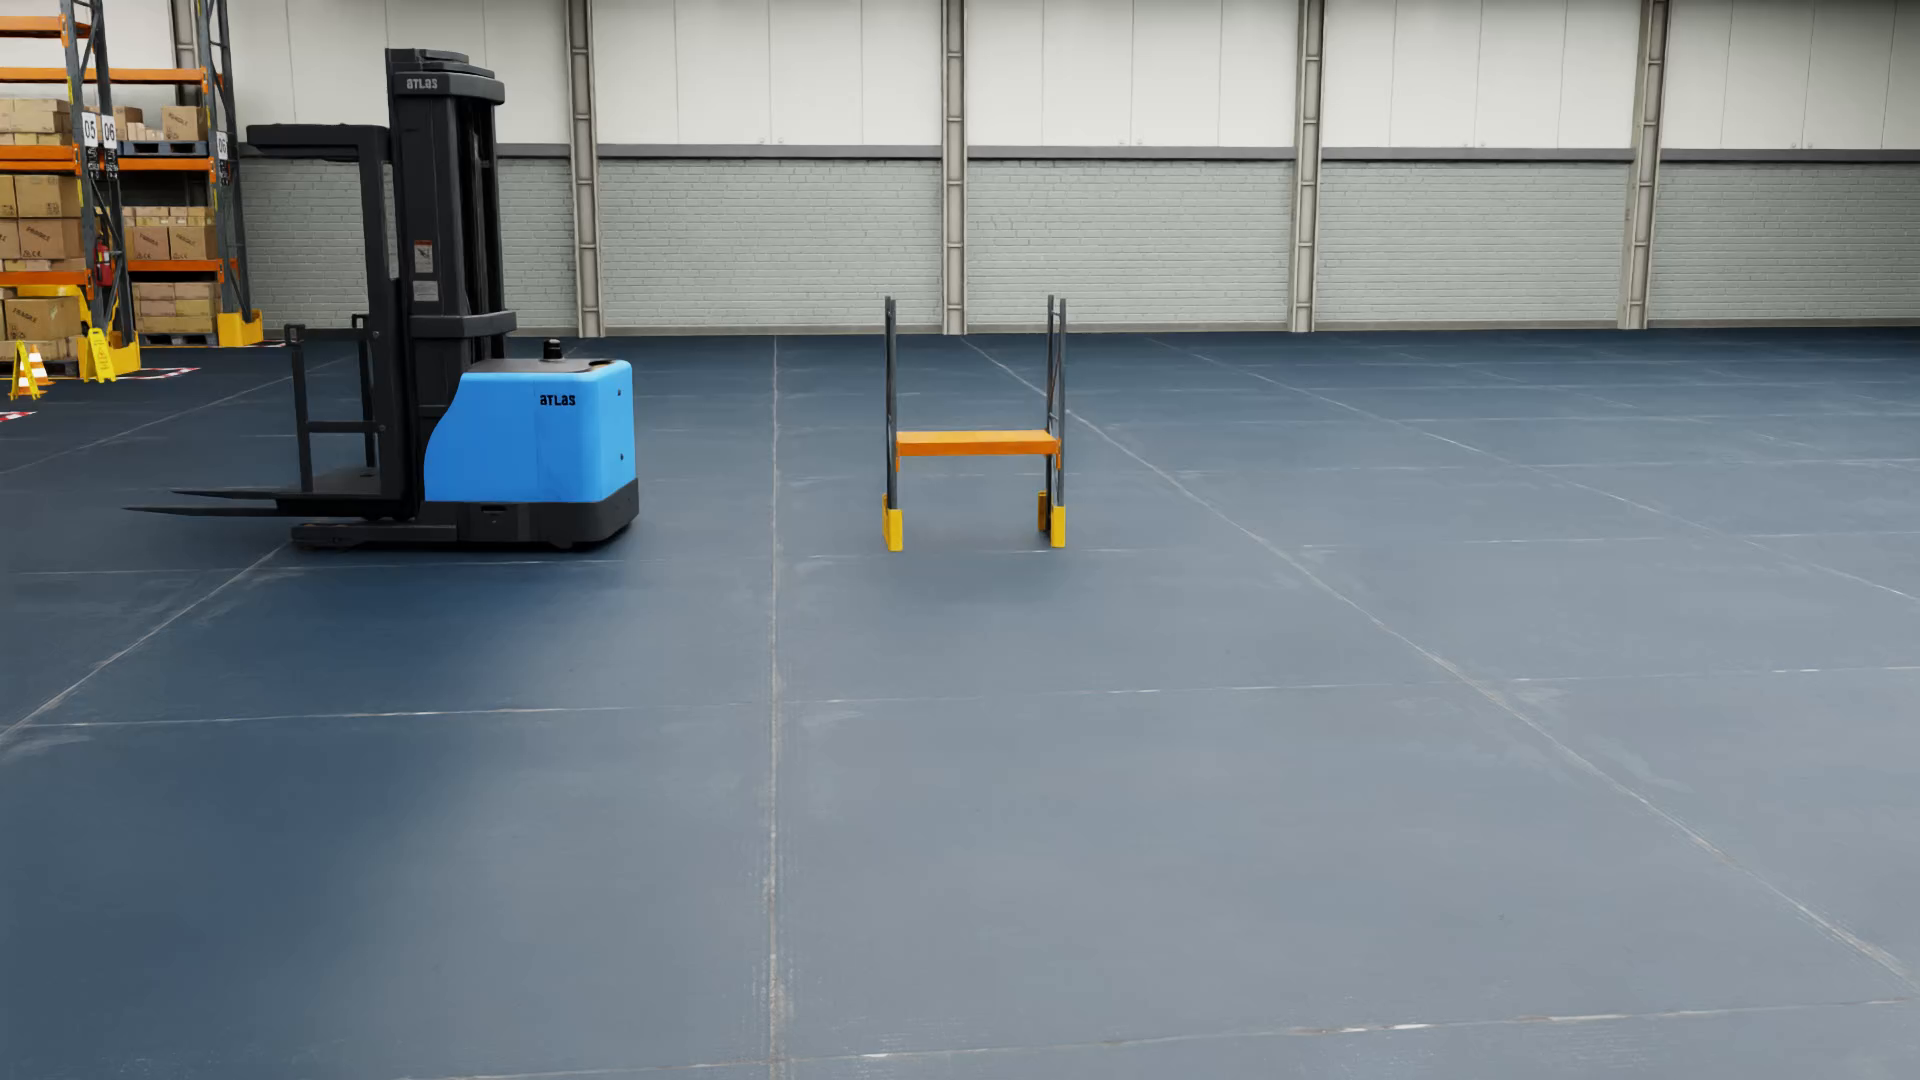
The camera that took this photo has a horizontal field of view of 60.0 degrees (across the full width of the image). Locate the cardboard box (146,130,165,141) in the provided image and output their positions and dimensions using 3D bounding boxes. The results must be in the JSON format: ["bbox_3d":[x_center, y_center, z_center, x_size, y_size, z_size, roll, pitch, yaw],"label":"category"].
[{"bbox_3d":[-12.026,-6.065,24.968,0.250,0.149,0.380,-2,11,-8],"label":"cardboard box"}]

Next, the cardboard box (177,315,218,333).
[{"bbox_3d":[-11.668,-3.323,25.534,0.500,0.250,0.500,-1,11,-6],"label":"cardboard box"}]

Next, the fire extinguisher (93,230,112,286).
[{"bbox_3d":[-10.531,-3.461,20.396,0.183,0.674,0.296,-1,11,-6],"label":"fire extinguisher"}]

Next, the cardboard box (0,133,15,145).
[{"bbox_3d":[-11.531,-4.862,20.197,0.250,0.149,0.380,-1,11,-4],"label":"cardboard box"}]

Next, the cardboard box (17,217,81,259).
[{"bbox_3d":[-11.205,-3.716,20.461,0.500,0.500,0.500,-1,11,-7],"label":"cardboard box"}]

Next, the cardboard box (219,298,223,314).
[{"bbox_3d":[-11.725,-3.669,25.997,0.500,0.250,0.500,-1,11,-5],"label":"cardboard box"}]

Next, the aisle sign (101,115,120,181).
[{"bbox_3d":[-10.667,-4.921,20.884,0.004,0.787,0.394,-1,11,-6],"label":"aisle sign"}]

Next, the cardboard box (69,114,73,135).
[{"bbox_3d":[-11.224,-5.169,20.729,0.500,0.250,0.500,-1,11,-7],"label":"cardboard box"}]

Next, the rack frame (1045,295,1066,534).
[{"bbox_3d":[0.590,-0.748,10.286,0.032,1.500,0.500,-1,11,-6],"label":"rack frame"}]

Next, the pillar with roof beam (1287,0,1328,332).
[{"bbox_3d":[6.335,-7.188,23.602,0.400,9.000,9.100,-1,11,-6],"label":"pillar with roof beam"}]

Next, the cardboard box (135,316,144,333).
[{"bbox_3d":[-12.661,-3.306,25.447,0.500,0.250,0.500,-1,11,-5],"label":"cardboard box"}]

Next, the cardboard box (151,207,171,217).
[{"bbox_3d":[-12.067,-4.980,25.213,0.250,0.149,0.380,-1,11,-5],"label":"cardboard box"}]

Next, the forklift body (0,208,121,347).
[{"bbox_3d":[-12.923,-3.731,23.769,1.214,2.155,2.313,-1,11,-6],"label":"forklift body"}]

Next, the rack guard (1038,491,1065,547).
[{"bbox_3d":[0.571,-0.135,10.405,0.087,0.250,0.587,-1,11,-6],"label":"rack guard"}]

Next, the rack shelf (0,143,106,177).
[{"bbox_3d":[-12.683,-4.662,20.394,4.000,0.370,1.077,-1,11,-6],"label":"rack shelf"}]

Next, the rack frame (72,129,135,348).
[{"bbox_3d":[-10.695,-3.585,20.826,0.127,3.000,1.000,-1,11,-6],"label":"rack frame"}]

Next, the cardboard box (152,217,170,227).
[{"bbox_3d":[-12.065,-4.838,25.261,0.250,0.149,0.380,-1,11,-5],"label":"cardboard box"}]

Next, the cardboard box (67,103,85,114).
[{"bbox_3d":[-11.070,-5.356,20.645,0.250,0.149,0.380,-1,11,-6],"label":"cardboard box"}]

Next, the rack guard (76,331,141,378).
[{"bbox_3d":[-10.770,-2.357,21.059,0.348,0.500,1.175,-1,11,-6],"label":"rack guard"}]

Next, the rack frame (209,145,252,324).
[{"bbox_3d":[-11.235,-4.537,25.668,0.127,3.000,1.000,-1,11,-6],"label":"rack frame"}]

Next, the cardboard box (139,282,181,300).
[{"bbox_3d":[-12.166,-3.803,25.383,0.500,0.250,0.500,-1,11,-5],"label":"cardboard box"}]

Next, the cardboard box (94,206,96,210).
[{"bbox_3d":[-13.092,-4.969,25.155,0.250,0.149,0.380,-1,11,-5],"label":"cardboard box"}]

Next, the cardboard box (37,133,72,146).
[{"bbox_3d":[-11.019,-4.872,20.250,0.250,0.149,0.380,-1,11,-6],"label":"cardboard box"}]

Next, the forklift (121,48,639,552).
[{"bbox_3d":[-3.627,-1.468,10.237,3.031,2.935,1.130,0,11,2],"label":"forklift"}]

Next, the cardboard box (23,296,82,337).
[{"bbox_3d":[-11.550,-2.845,21.160,0.500,0.500,0.500,-2,11,-8],"label":"cardboard box"}]

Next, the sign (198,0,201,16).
[{"bbox_3d":[-11.190,-7.873,24.460,0.005,0.325,0.100,-1,11,-6],"label":"sign"}]

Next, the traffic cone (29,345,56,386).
[{"bbox_3d":[-10.983,-2.084,19.767,0.334,0.463,0.336,-1,11,-6],"label":"traffic cone"}]

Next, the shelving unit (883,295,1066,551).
[{"bbox_3d":[0.076,-0.738,10.231,1.083,1.500,0.587,-1,11,-6],"label":"shelving unit"}]

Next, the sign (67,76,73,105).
[{"bbox_3d":[-10.655,-5.384,19.908,0.005,0.325,0.100,-1,11,-6],"label":"sign"}]

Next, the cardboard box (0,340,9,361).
[{"bbox_3d":[-11.985,-2.364,20.655,0.500,0.250,0.500,-1,11,-6],"label":"cardboard box"}]

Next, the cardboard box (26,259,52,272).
[{"bbox_3d":[-11.283,-3.386,20.467,0.250,0.149,0.380,-1,11,-7],"label":"cardboard box"}]

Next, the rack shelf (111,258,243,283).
[{"bbox_3d":[-13.223,-4.142,25.525,4.000,0.370,1.077,-1,11,-6],"label":"rack shelf"}]

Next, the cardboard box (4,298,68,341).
[{"bbox_3d":[-11.463,-2.743,20.639,0.500,0.500,0.500,-1,11,-6],"label":"cardboard box"}]

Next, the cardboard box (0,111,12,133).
[{"bbox_3d":[-11.676,-5.059,20.166,0.500,0.250,0.500,-1,11,-7],"label":"cardboard box"}]

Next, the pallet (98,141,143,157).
[{"bbox_3d":[-13.156,-5.929,25.205,1.213,0.211,1.003,-1,11,-6],"label":"pallet"}]

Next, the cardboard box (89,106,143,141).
[{"bbox_3d":[-12.677,-6.254,25.023,0.500,0.500,0.700,-1,11,-6],"label":"cardboard box"}]

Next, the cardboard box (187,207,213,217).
[{"bbox_3d":[-11.568,-5.002,25.323,0.250,0.149,0.380,-1,11,-6],"label":"cardboard box"}]

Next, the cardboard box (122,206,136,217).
[{"bbox_3d":[-12.570,-4.963,25.123,0.250,0.149,0.380,-1,11,-5],"label":"cardboard box"}]

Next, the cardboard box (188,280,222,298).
[{"bbox_3d":[-11.733,-3.910,25.930,0.500,0.250,0.500,-1,11,-7],"label":"cardboard box"}]

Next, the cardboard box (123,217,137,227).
[{"bbox_3d":[-12.573,-4.821,25.172,0.250,0.149,0.380,-2,11,-8],"label":"cardboard box"}]

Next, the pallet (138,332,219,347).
[{"bbox_3d":[-11.990,-3.144,25.815,1.213,0.211,1.003,-1,11,-6],"label":"pallet"}]

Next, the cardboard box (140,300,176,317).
[{"bbox_3d":[-12.185,-3.560,25.445,0.500,0.250,0.500,-1,11,-7],"label":"cardboard box"}]

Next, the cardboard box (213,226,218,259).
[{"bbox_3d":[-11.757,-4.629,25.876,0.500,0.500,0.500,-1,11,-4],"label":"cardboard box"}]

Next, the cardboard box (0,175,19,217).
[{"bbox_3d":[-11.683,-4.209,20.378,0.500,0.500,0.700,-1,11,-6],"label":"cardboard box"}]

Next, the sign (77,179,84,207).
[{"bbox_3d":[-10.655,-4.201,20.140,0.005,0.325,0.100,-1,11,-6],"label":"sign"}]

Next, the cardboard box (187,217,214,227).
[{"bbox_3d":[-11.549,-4.843,25.285,0.250,0.149,0.380,-1,11,-5],"label":"cardboard box"}]

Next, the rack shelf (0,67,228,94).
[{"bbox_3d":[-13.223,-6.889,24.985,4.000,0.370,1.077,-1,11,-6],"label":"rack shelf"}]

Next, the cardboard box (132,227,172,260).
[{"bbox_3d":[-12.212,-4.516,25.304,0.500,0.500,0.500,-1,11,-4],"label":"cardboard box"}]

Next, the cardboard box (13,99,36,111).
[{"bbox_3d":[-11.260,-5.263,20.170,0.250,0.149,0.380,-1,11,-5],"label":"cardboard box"}]

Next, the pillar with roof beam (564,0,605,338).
[{"bbox_3d":[-5.594,-6.938,22.331,0.400,9.000,9.100,-1,11,-6],"label":"pillar with roof beam"}]

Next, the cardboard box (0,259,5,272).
[{"bbox_3d":[-11.793,-3.374,20.404,0.250,0.149,0.380,-1,11,-5],"label":"cardboard box"}]

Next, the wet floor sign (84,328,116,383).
[{"bbox_3d":[-10.390,-2.228,20.029,0.232,0.644,0.267,3,11,14],"label":"wet floor sign"}]

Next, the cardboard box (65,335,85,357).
[{"bbox_3d":[-11.527,-2.478,21.235,0.500,0.250,0.500,-1,11,-7],"label":"cardboard box"}]
